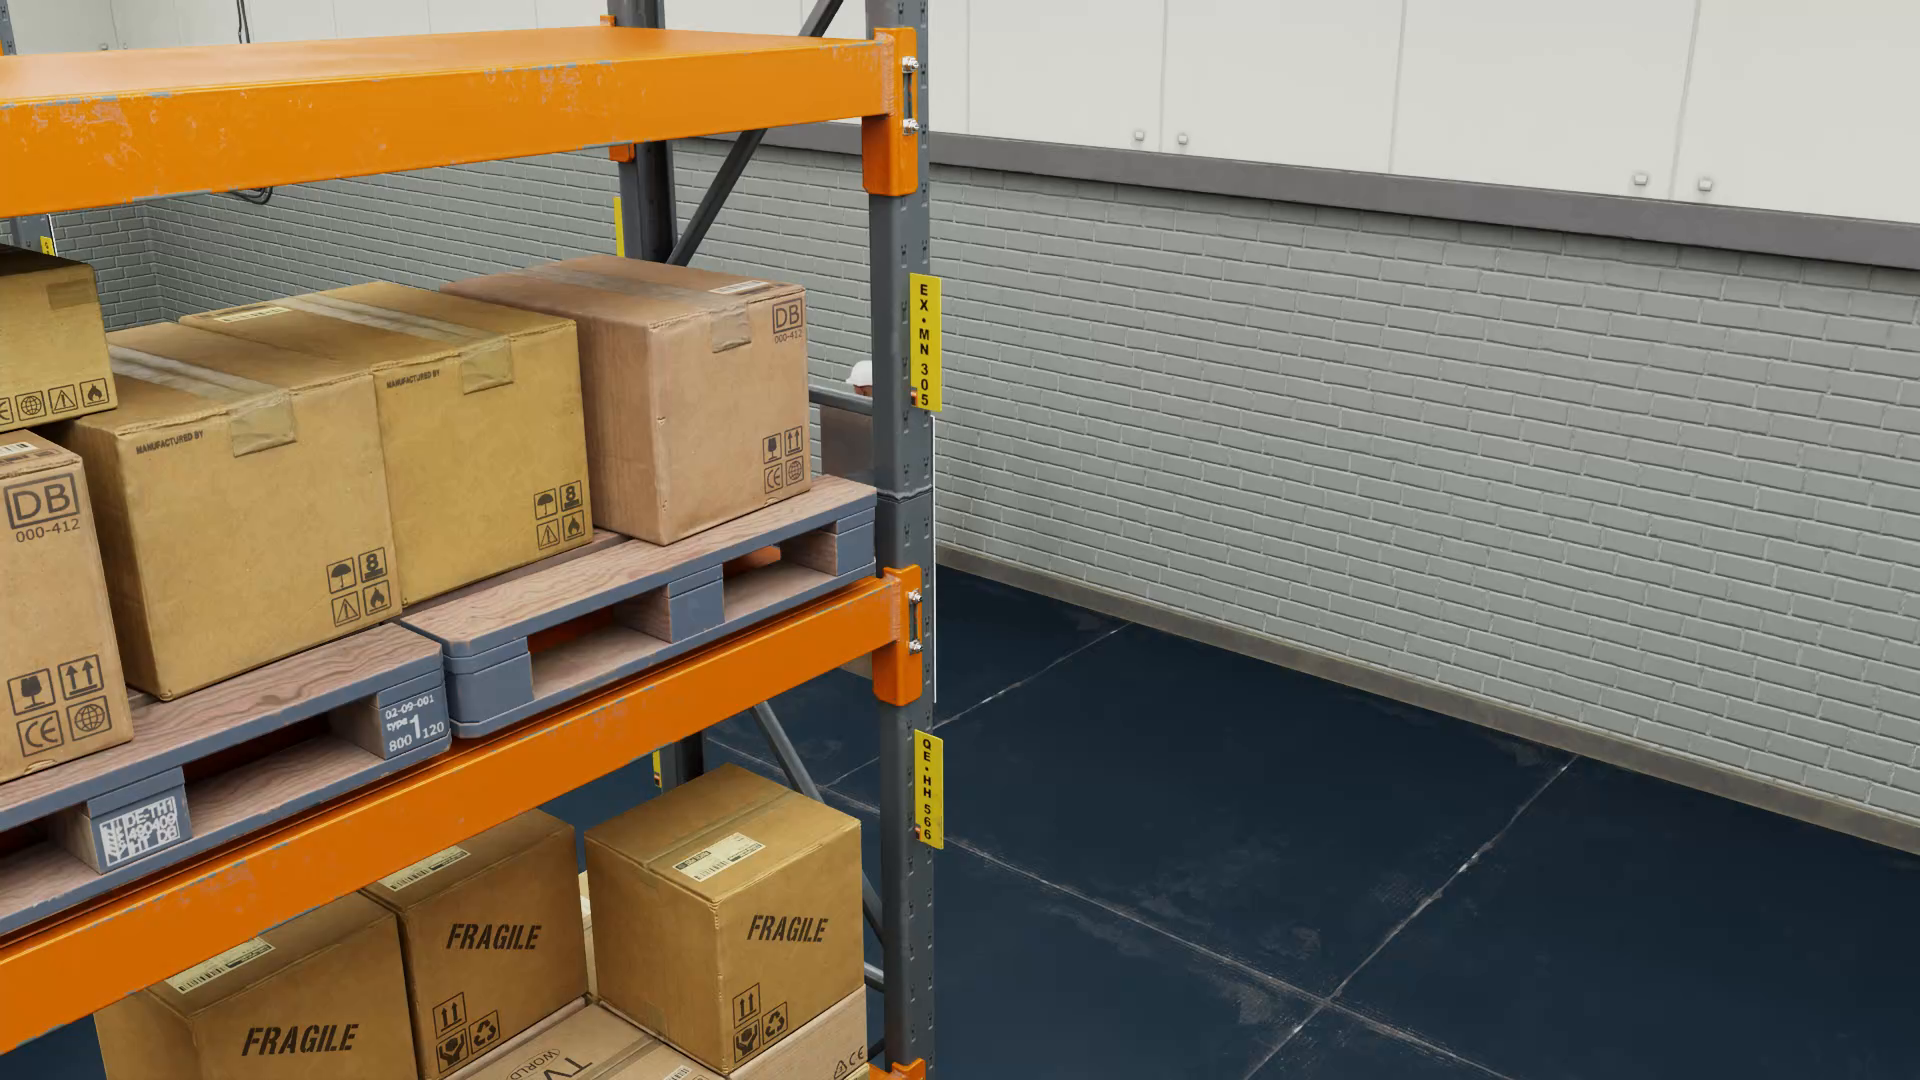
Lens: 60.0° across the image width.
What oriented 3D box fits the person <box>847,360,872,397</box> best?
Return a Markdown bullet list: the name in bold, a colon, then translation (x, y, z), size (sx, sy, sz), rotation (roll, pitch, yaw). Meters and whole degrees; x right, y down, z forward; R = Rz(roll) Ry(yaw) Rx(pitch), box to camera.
- **person**: translation (-0.523, -0.316, 10.913), size (0.463, 1.760, 0.632), rotation (15, 25, 36)
